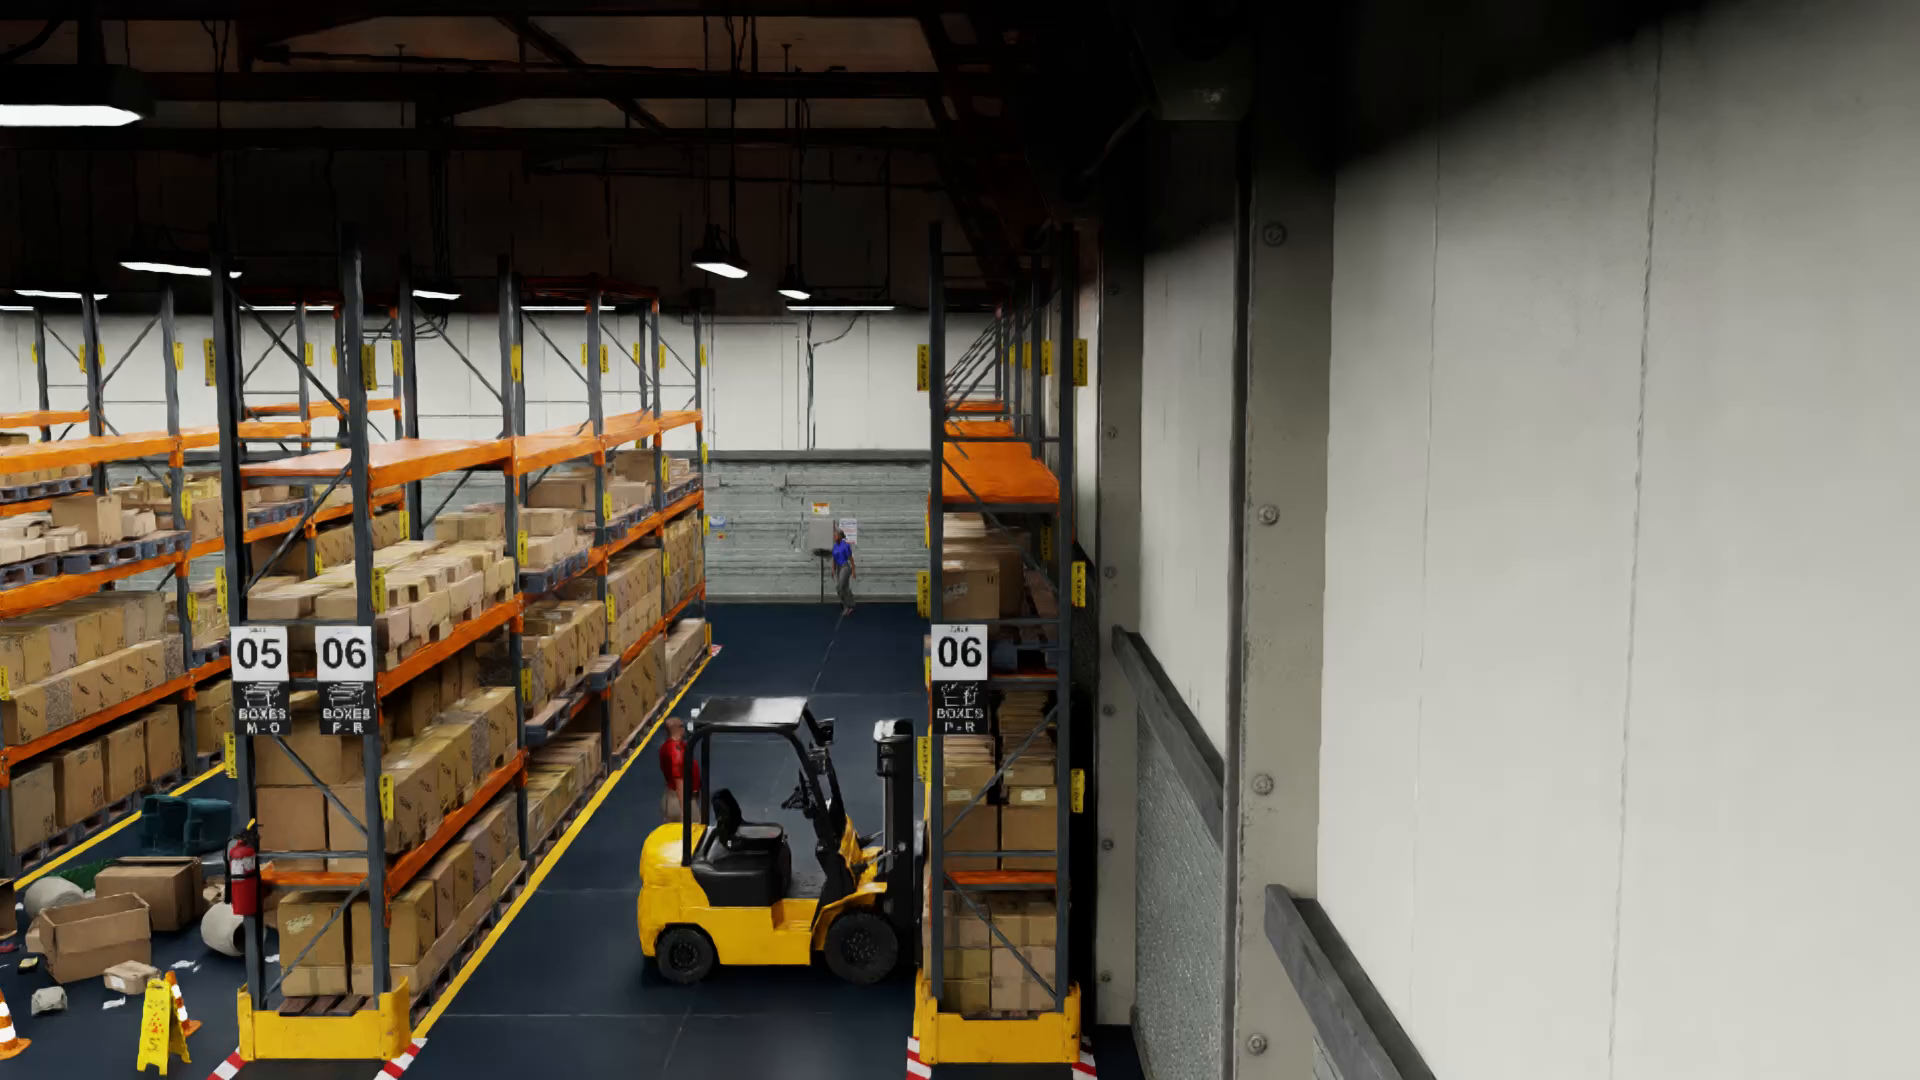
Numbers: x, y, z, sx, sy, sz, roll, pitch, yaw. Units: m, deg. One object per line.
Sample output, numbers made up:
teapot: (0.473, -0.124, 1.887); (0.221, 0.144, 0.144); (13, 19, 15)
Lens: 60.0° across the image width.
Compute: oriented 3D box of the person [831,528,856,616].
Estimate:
person: (-2.234, 0.602, 32.123); (0.479, 1.657, 0.563); (-4, 8, -33)

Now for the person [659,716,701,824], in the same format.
person: (-2.645, 2.503, 15.555); (0.459, 1.721, 0.576); (-3, 8, -28)
